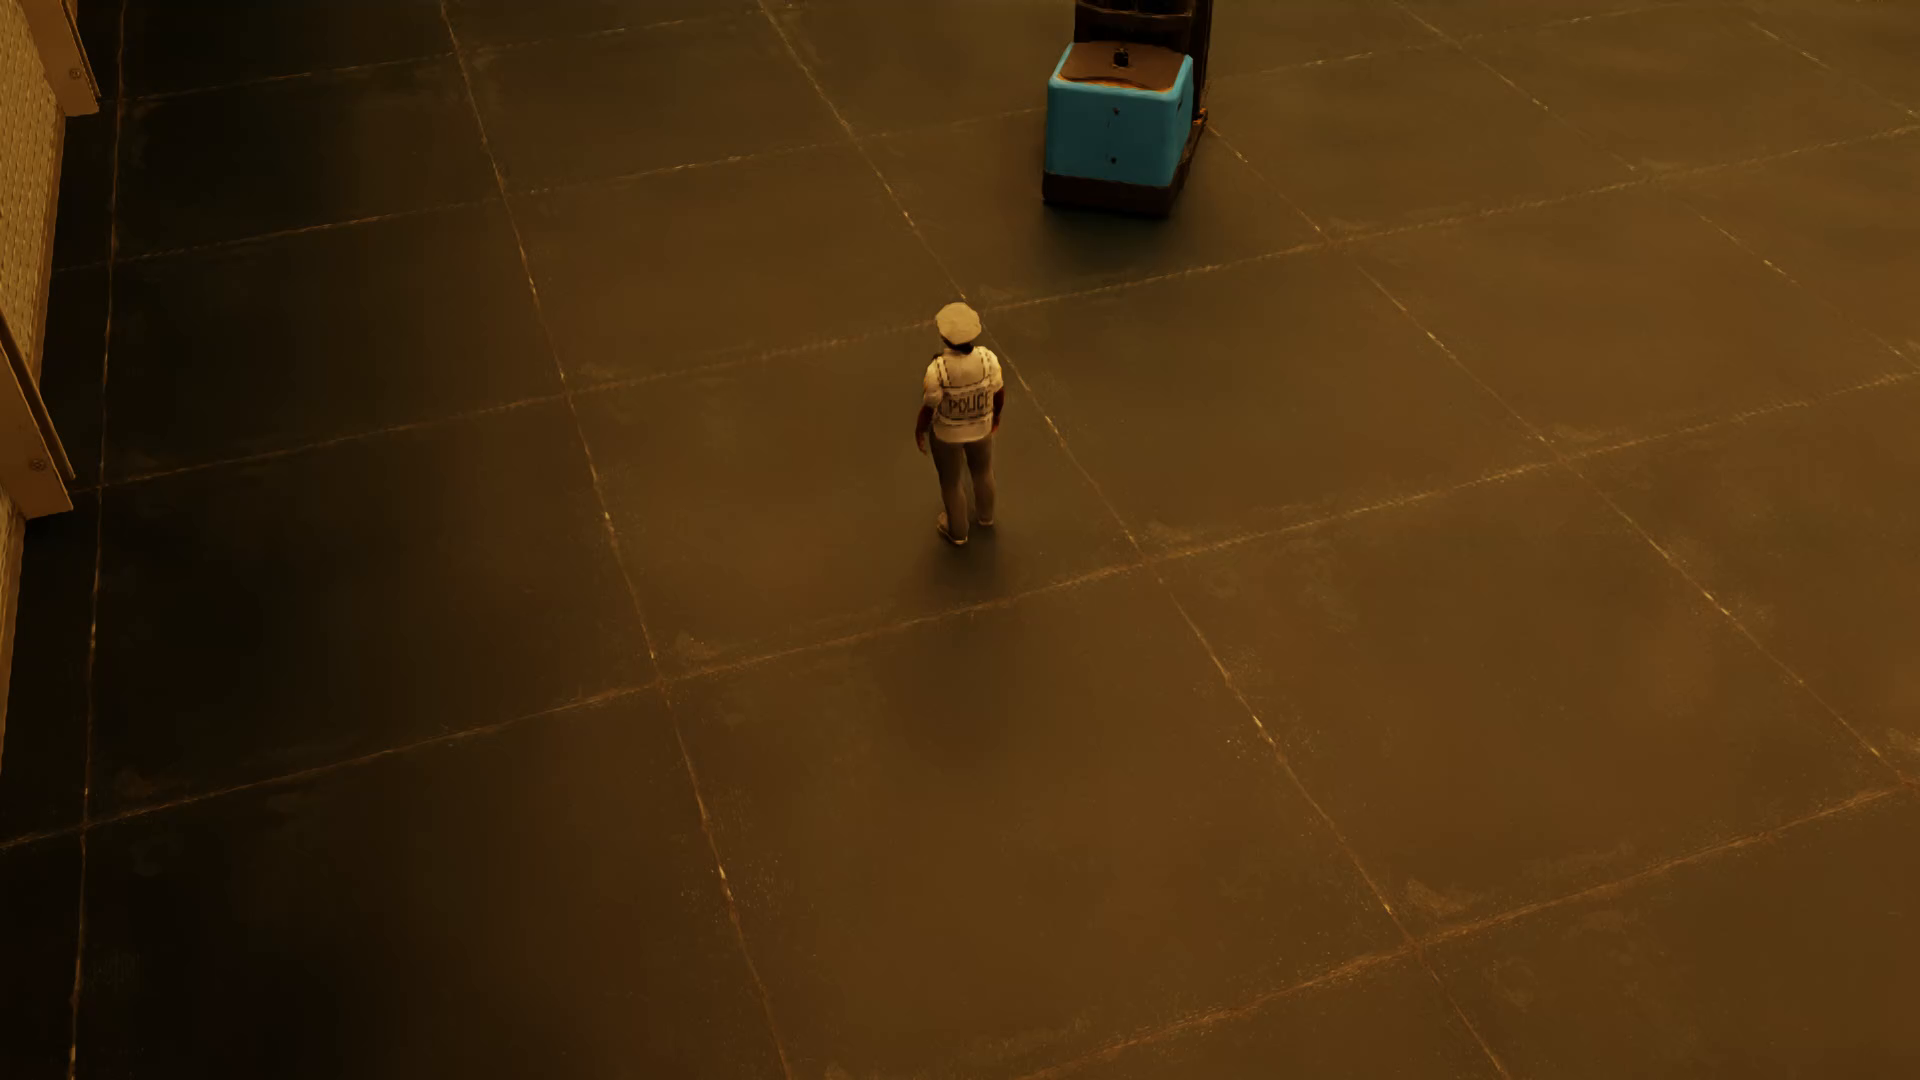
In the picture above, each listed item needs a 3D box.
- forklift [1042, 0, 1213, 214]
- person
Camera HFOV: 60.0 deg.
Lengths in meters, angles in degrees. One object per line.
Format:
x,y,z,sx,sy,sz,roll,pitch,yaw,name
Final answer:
1.549,-4.677,13.567,1.130,2.935,3.031,10,41,12,forklift
-0.004,-0.705,9.786,0.563,1.695,0.529,-13,42,-15,person
